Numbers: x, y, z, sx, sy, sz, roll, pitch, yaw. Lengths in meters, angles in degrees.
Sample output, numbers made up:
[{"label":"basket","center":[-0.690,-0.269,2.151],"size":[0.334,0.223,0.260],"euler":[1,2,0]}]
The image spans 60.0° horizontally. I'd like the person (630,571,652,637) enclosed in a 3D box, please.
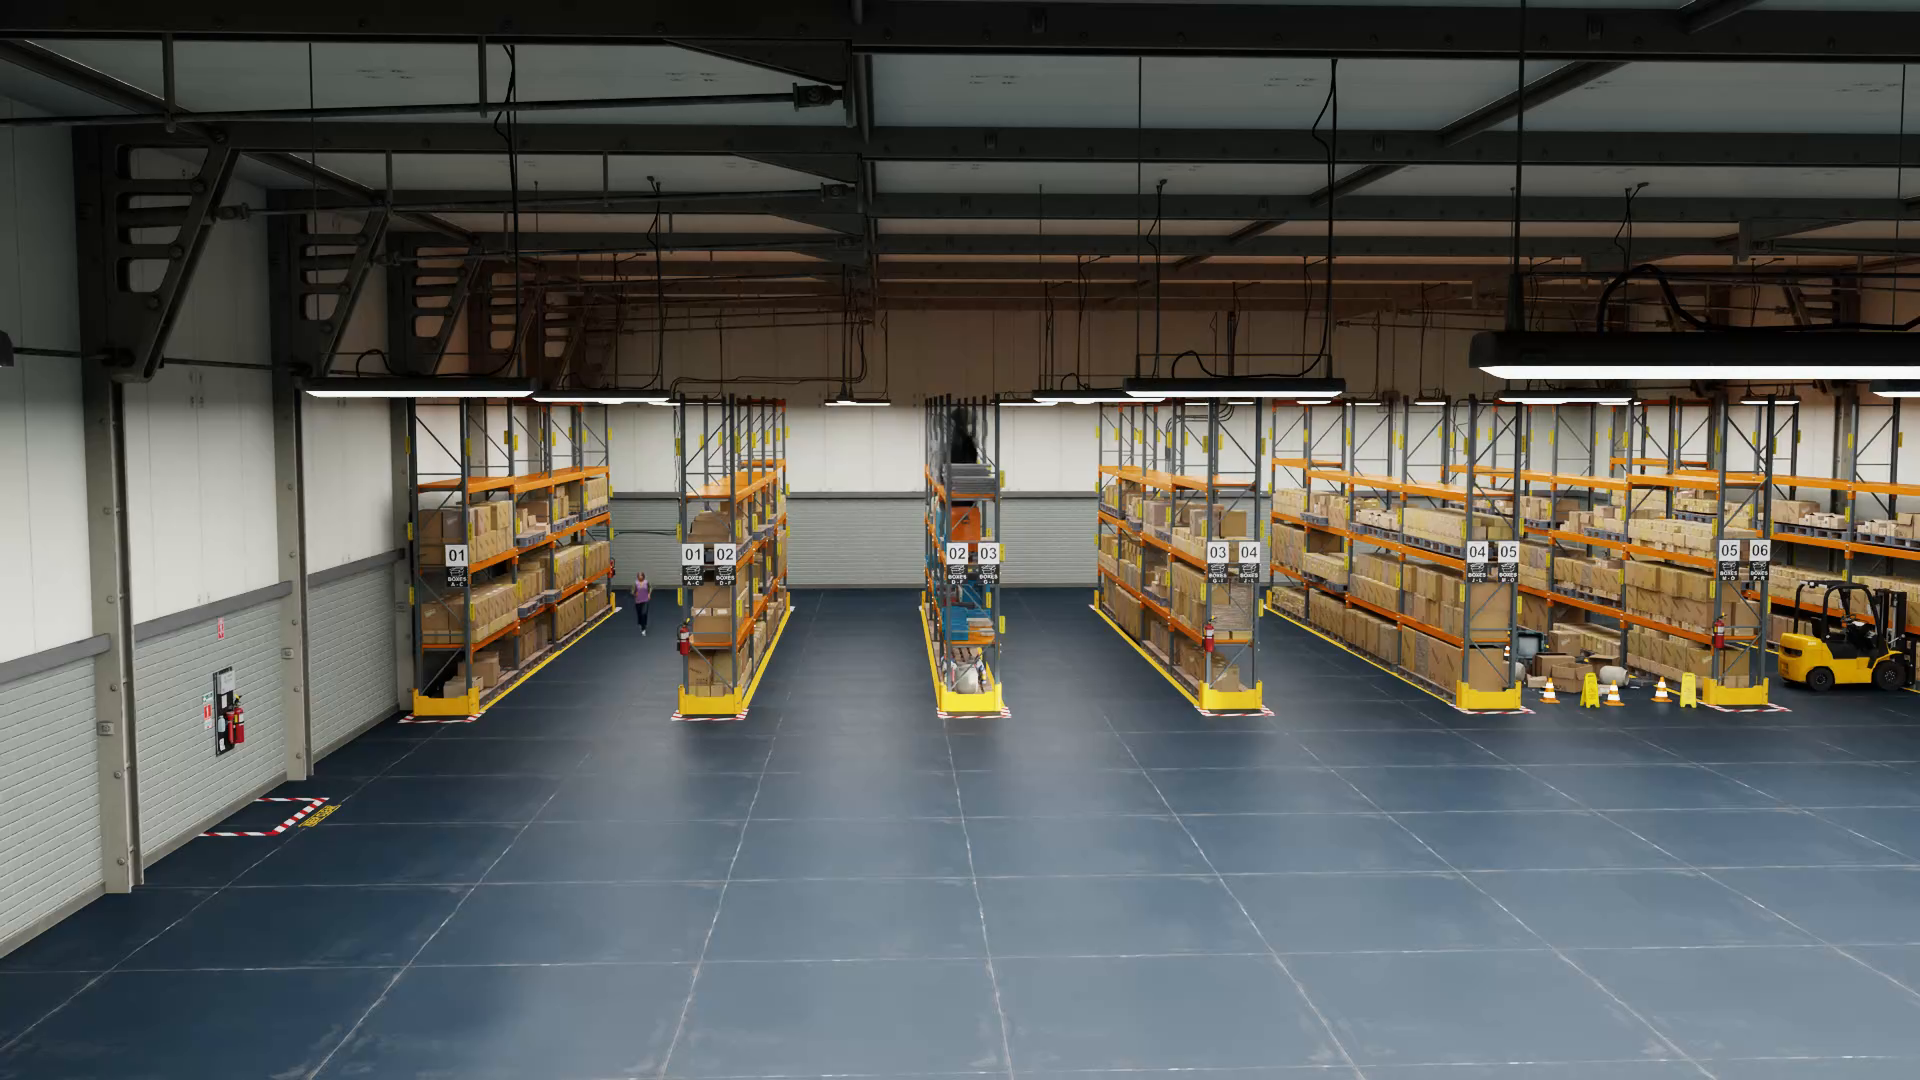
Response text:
[{"label":"person","center":[-8.059,1.639,42.075],"size":[0.536,1.513,0.875],"euler":[-1,5,-9]}]
